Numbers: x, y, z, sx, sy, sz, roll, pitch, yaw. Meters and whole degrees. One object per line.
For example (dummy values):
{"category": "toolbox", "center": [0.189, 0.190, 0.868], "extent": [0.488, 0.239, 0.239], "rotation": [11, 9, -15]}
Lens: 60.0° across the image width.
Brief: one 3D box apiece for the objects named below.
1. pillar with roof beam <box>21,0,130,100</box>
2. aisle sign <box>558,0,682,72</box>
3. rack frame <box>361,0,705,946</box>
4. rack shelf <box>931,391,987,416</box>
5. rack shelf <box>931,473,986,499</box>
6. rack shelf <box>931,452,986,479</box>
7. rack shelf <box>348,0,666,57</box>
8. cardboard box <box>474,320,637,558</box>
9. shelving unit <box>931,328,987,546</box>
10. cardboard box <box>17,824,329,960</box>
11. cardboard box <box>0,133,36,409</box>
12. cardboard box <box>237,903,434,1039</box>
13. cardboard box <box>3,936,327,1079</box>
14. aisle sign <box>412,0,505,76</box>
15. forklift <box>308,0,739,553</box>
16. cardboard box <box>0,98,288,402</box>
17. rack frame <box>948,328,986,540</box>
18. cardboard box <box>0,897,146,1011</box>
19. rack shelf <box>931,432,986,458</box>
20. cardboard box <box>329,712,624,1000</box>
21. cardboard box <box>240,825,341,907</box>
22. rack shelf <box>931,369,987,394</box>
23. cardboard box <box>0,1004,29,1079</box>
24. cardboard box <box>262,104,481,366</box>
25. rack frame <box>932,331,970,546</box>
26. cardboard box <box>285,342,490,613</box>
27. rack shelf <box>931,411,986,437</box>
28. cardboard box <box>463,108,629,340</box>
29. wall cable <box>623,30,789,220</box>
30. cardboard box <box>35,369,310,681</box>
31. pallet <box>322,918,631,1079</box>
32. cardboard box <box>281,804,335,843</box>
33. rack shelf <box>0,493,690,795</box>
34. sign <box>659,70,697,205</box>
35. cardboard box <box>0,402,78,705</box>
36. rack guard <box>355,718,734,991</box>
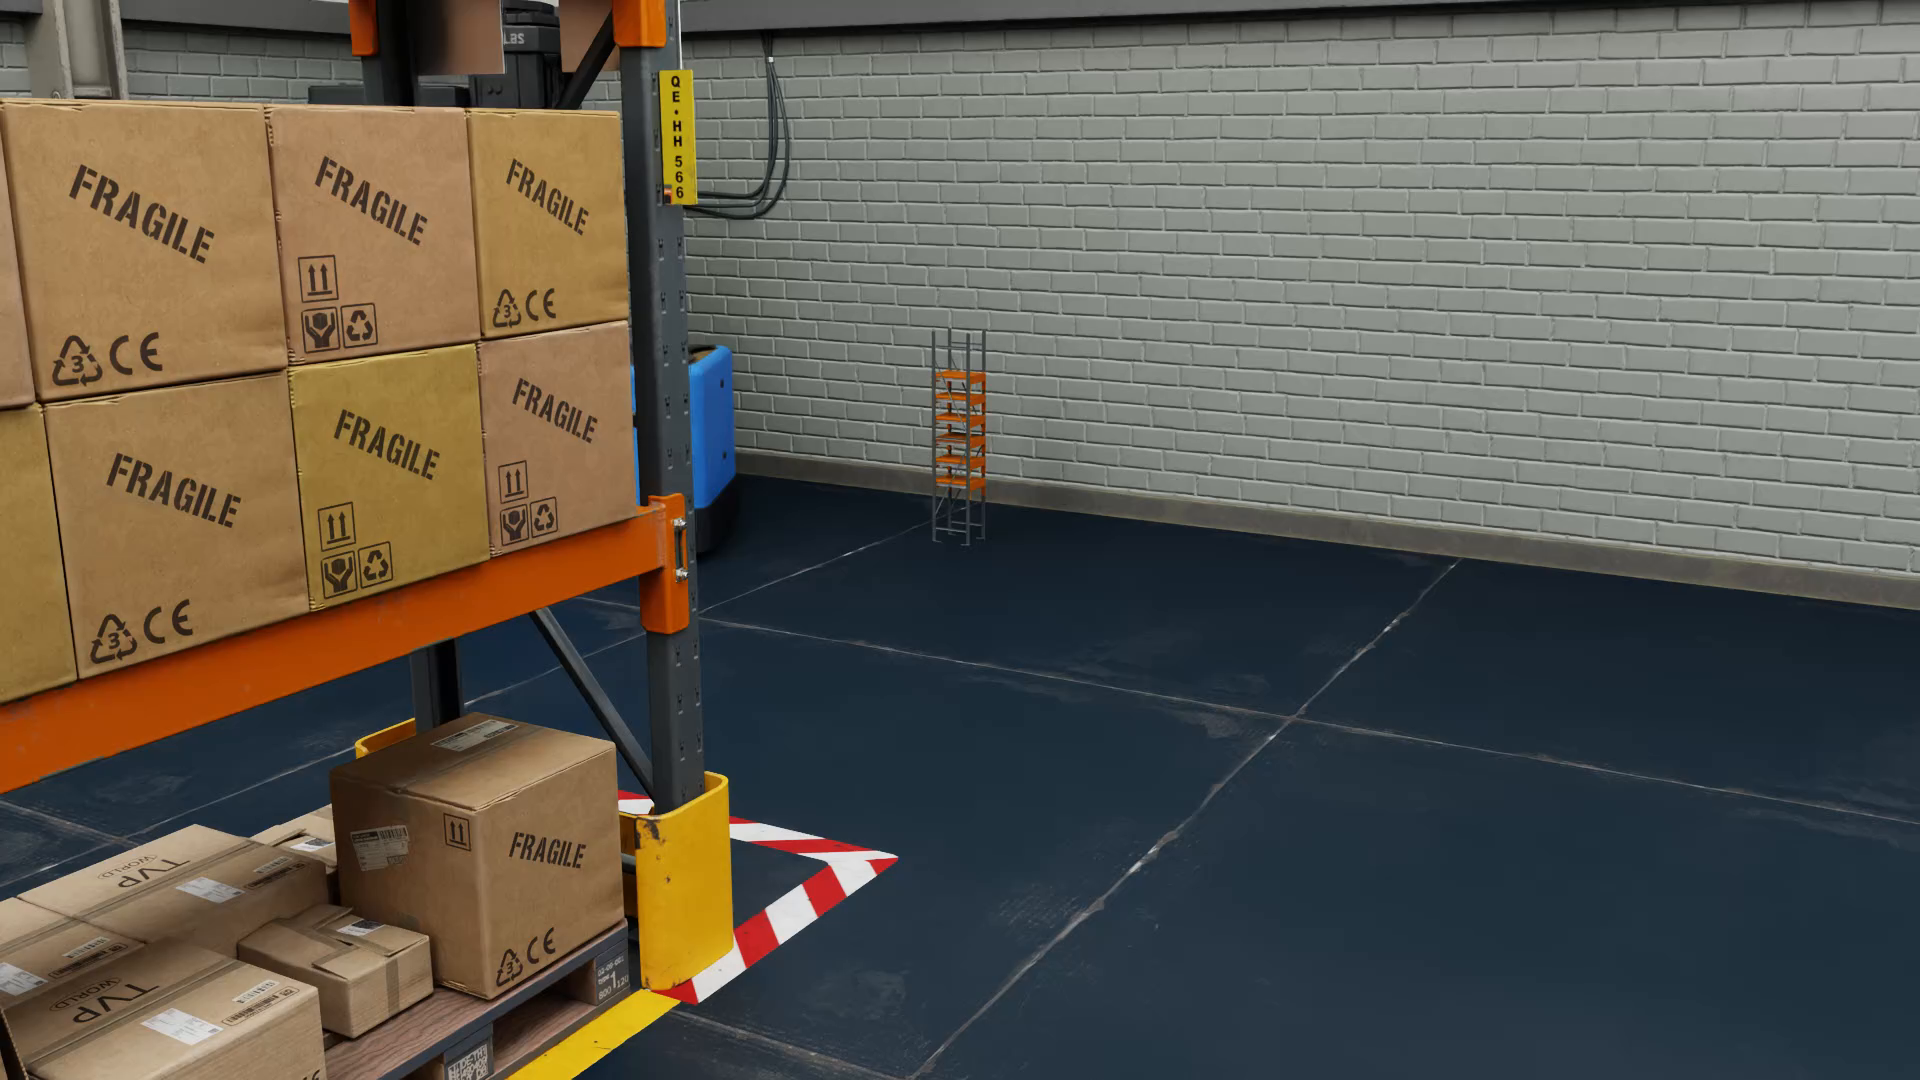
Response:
{"category": "pillar with roof beam", "center": [-1.200, -3.995, 6.902], "extent": [9.100, 9.000, 0.400], "rotation": [7, 15, 28]}
{"category": "aisle sign", "center": [-0.877, -1.597, 4.209], "extent": [0.394, 0.787, 0.004], "rotation": [7, 15, 28]}
{"category": "rack frame", "center": [-1.179, -0.353, 4.599], "extent": [1.000, 3.000, 0.127], "rotation": [7, 15, 28]}
{"category": "rack shelf", "center": [-0.007, -0.770, 9.335], "extent": [0.258, 0.103, 0.180], "rotation": [7, 15, 28]}
{"category": "rack shelf", "center": [-0.007, -0.304, 9.447], "extent": [0.258, 0.103, 0.180], "rotation": [7, 15, 28]}
{"category": "rack shelf", "center": [-0.007, -0.420, 9.419], "extent": [0.258, 0.103, 0.180], "rotation": [7, 15, 28]}
{"category": "rack shelf", "center": [-2.145, -1.052, 2.630], "extent": [1.077, 0.370, 4.000], "rotation": [7, 15, 28]}
{"category": "cardboard box", "center": [-1.157, -0.279, 4.079], "extent": [0.500, 0.500, 0.500], "rotation": [8, 16, 30]}
{"category": "shelving unit", "center": [-0.007, -0.580, 9.381], "extent": [0.258, 1.200, 0.189], "rotation": [7, 15, 28]}
{"category": "cardboard box", "center": [-1.932, 0.951, 4.115], "extent": [0.500, 0.250, 0.500], "rotation": [7, 15, 28]}
{"category": "cardboard box", "center": [-1.891, -0.450, 2.652], "extent": [0.500, 0.500, 0.500], "rotation": [8, 16, 30]}
{"category": "cardboard box", "center": [-1.500, 1.022, 3.999], "extent": [0.380, 0.166, 0.250], "rotation": [7, 15, 28]}
{"category": "cardboard box", "center": [-1.711, 1.100, 3.497], "extent": [0.500, 0.250, 0.500], "rotation": [7, 15, 28]}
{"category": "aisle sign", "center": [-1.403, -1.664, 4.491], "extent": [0.394, 0.787, 0.004], "rotation": [7, 15, 28]}
{"category": "forklift", "center": [-2.839, -1.420, 9.169], "extent": [3.031, 2.935, 1.130], "rotation": [1, 14, 2]}
{"category": "cardboard box", "center": [-1.643, -0.555, 3.089], "extent": [0.500, 0.500, 0.500], "rotation": [8, 16, 30]}
{"category": "rack frame", "center": [0.037, -0.599, 9.458], "extent": [0.240, 1.200, 0.006], "rotation": [7, 15, 28]}
{"category": "cardboard box", "center": [-2.173, 1.054, 3.690], "extent": [0.500, 0.250, 0.500], "rotation": [7, 15, 28]}
{"category": "rack shelf", "center": [-0.007, -0.537, 9.391], "extent": [0.258, 0.103, 0.180], "rotation": [7, 15, 28]}
{"category": "cardboard box", "center": [-1.226, 0.787, 4.262], "extent": [0.500, 0.500, 0.500], "rotation": [7, 15, 28]}
{"category": "cardboard box", "center": [-1.803, 0.908, 4.472], "extent": [0.380, 0.166, 0.250], "rotation": [7, 15, 28]}
{"category": "rack shelf", "center": [-0.007, -0.887, 9.307], "extent": [0.258, 0.103, 0.180], "rotation": [7, 15, 28]}
{"category": "cardboard box", "center": [-2.209, 1.081, 3.038], "extent": [0.797, 0.503, 0.637], "rotation": [7, 15, 28]}
{"category": "cardboard box", "center": [-1.397, -0.662, 3.532], "extent": [0.500, 0.500, 0.500], "rotation": [8, 16, 30]}
{"category": "rack frame", "center": [-0.051, -0.562, 9.303], "extent": [0.240, 1.200, 0.006], "rotation": [7, 15, 28]}
{"category": "cardboard box", "center": [-1.405, -0.172, 3.635], "extent": [0.500, 0.500, 0.500], "rotation": [8, 15, 29]}
{"category": "rack shelf", "center": [-0.007, -0.654, 9.363], "extent": [0.258, 0.103, 0.180], "rotation": [7, 15, 28]}
{"category": "cardboard box", "center": [-1.153, -0.766, 3.962], "extent": [0.500, 0.500, 0.500], "rotation": [7, 15, 28]}
{"category": "wall cable", "center": [-2.470, -3.441, 11.230], "extent": [3.097, 2.526, 0.112], "rotation": [7, 15, 28]}
{"category": "cardboard box", "center": [-1.651, -0.071, 3.213], "extent": [0.500, 0.500, 0.500], "rotation": [8, 15, 28]}
{"category": "pallet", "center": [-1.600, 1.182, 4.183], "extent": [1.003, 0.211, 1.213], "rotation": [7, 15, 28]}
{"category": "cardboard box", "center": [-1.682, 0.866, 4.687], "extent": [0.380, 0.149, 0.250], "rotation": [7, 15, 28]}
{"category": "rack shelf", "center": [-2.145, 0.407, 2.982], "extent": [1.077, 0.370, 4.000], "rotation": [7, 15, 28]}
{"category": "sign", "center": [-0.702, -1.003, 4.149], "extent": [0.100, 0.325, 0.005], "rotation": [7, 15, 28]}
{"category": "cardboard box", "center": [-1.894, 0.033, 2.785], "extent": [0.500, 0.500, 0.500], "rotation": [7, 15, 27]}
{"category": "rack guard", "center": [-1.215, 0.877, 4.828], "extent": [1.175, 0.500, 0.348], "rotation": [7, 15, 28]}
